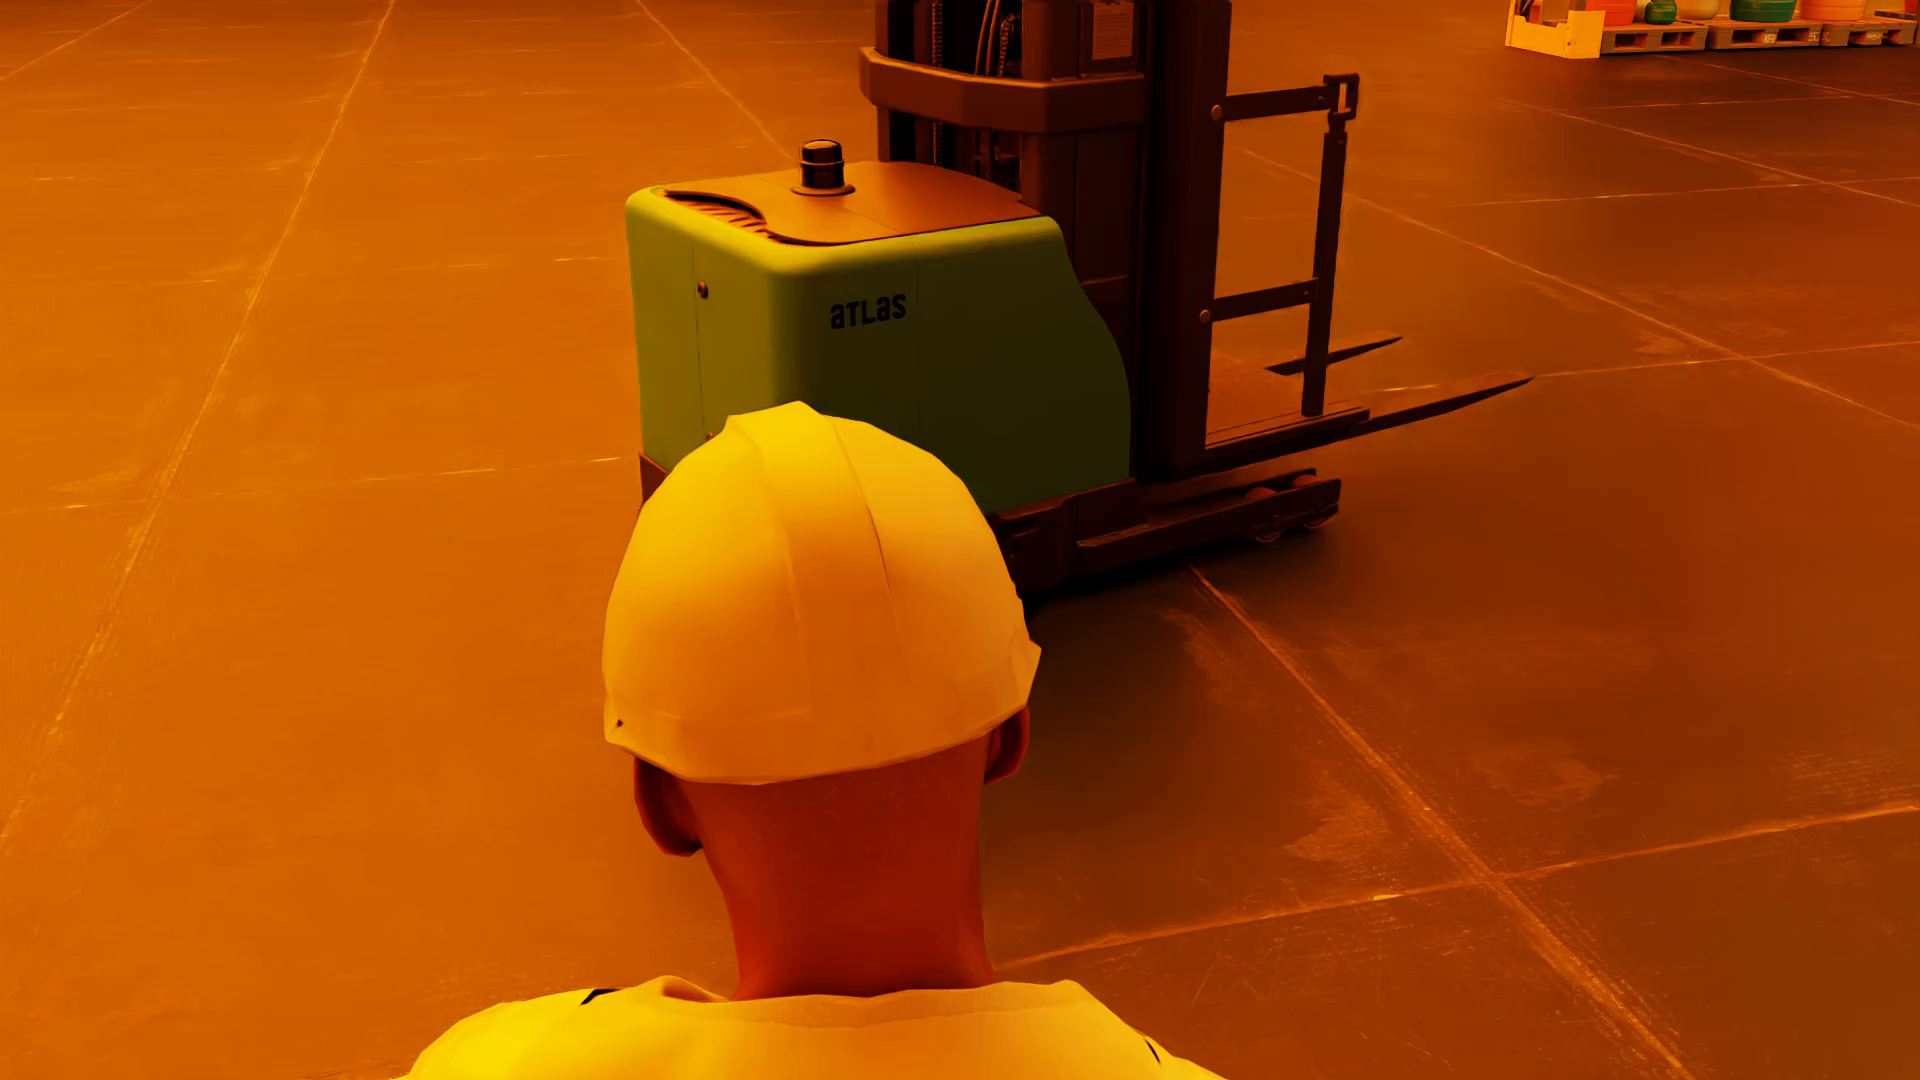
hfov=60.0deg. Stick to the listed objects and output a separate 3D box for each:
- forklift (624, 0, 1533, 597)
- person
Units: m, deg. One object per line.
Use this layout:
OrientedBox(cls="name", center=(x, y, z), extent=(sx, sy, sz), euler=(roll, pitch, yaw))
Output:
OrientedBox(cls="forklift", center=(0.567, -1.498, 4.829), extent=(3.031, 2.935, 1.130), euler=(-15, 27, -31))
OrientedBox(cls="person", center=(-0.079, 0.756, 1.056), extent=(0.810, 1.742, 0.415), euler=(1, 23, 2))
